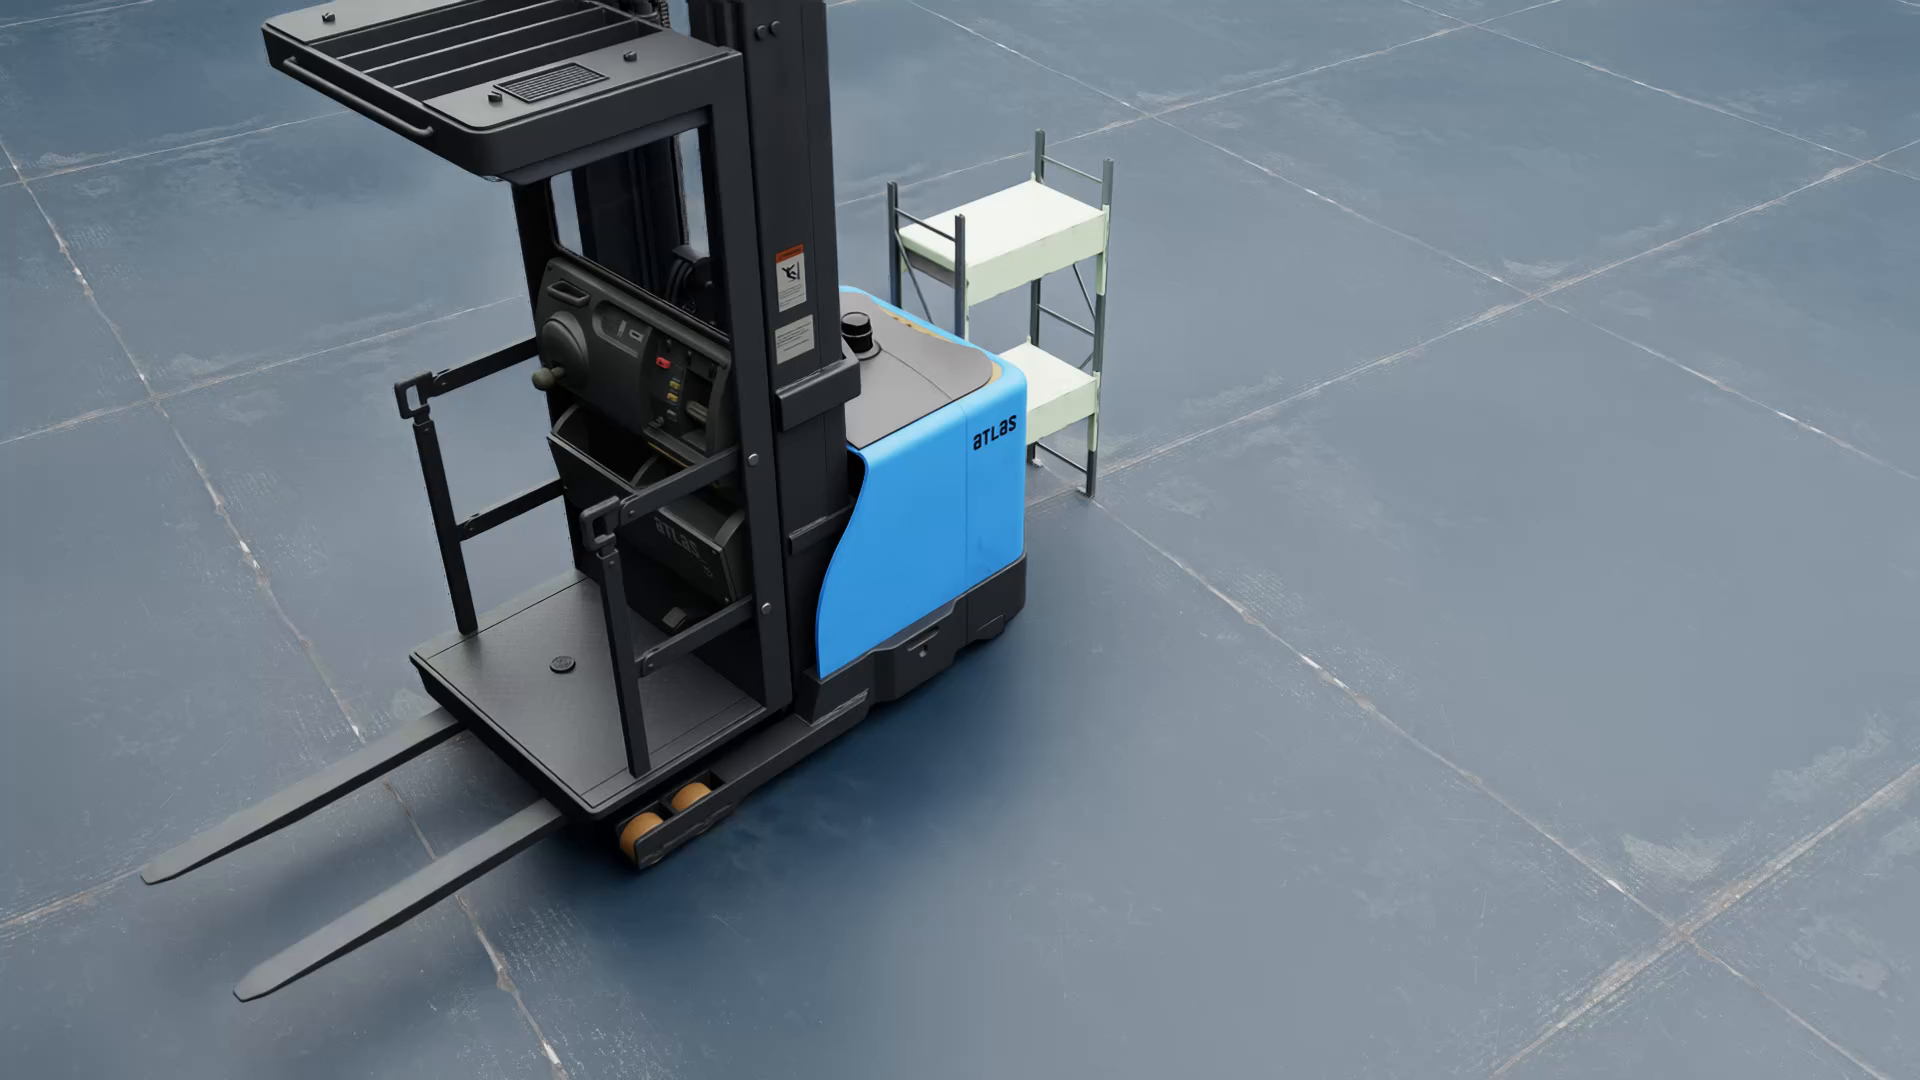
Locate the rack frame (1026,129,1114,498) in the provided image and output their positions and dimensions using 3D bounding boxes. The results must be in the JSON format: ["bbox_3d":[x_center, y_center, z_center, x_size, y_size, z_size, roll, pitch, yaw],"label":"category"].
[{"bbox_3d":[0.428,-0.876,6.683,0.023,1.500,0.400,-27,44,-33],"label":"rack frame"}]

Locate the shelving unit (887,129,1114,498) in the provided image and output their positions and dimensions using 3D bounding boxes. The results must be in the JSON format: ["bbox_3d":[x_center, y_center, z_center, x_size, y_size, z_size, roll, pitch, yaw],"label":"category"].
[{"bbox_3d":[0.154,-0.734,6.486,0.755,1.500,0.431,-27,44,-33],"label":"shelving unit"}]

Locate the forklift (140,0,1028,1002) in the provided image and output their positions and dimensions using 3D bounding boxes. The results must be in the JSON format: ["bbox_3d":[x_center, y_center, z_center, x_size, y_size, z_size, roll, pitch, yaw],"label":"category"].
[{"bbox_3d":[-1.150,-0.494,4.927,3.031,2.935,1.130,-30,45,-35],"label":"forklift"}]

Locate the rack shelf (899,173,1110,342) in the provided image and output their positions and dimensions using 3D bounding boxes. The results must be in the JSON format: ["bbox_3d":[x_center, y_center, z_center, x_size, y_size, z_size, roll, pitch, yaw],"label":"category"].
[{"bbox_3d":[0.154,-1.051,6.258,0.720,0.370,0.431,-27,44,-33],"label":"rack shelf"}]

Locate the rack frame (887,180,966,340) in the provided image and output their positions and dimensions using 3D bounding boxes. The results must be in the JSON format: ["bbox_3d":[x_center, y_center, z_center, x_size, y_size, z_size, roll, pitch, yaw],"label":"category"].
[{"bbox_3d":[-0.121,-0.593,6.289,0.023,1.500,0.400,-27,44,-33],"label":"rack frame"}]

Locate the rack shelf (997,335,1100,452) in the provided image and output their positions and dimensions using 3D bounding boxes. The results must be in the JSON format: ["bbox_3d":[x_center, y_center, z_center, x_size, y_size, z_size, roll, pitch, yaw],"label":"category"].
[{"bbox_3d":[0.154,-0.469,6.677,0.720,0.370,0.431,-27,44,-33],"label":"rack shelf"}]
